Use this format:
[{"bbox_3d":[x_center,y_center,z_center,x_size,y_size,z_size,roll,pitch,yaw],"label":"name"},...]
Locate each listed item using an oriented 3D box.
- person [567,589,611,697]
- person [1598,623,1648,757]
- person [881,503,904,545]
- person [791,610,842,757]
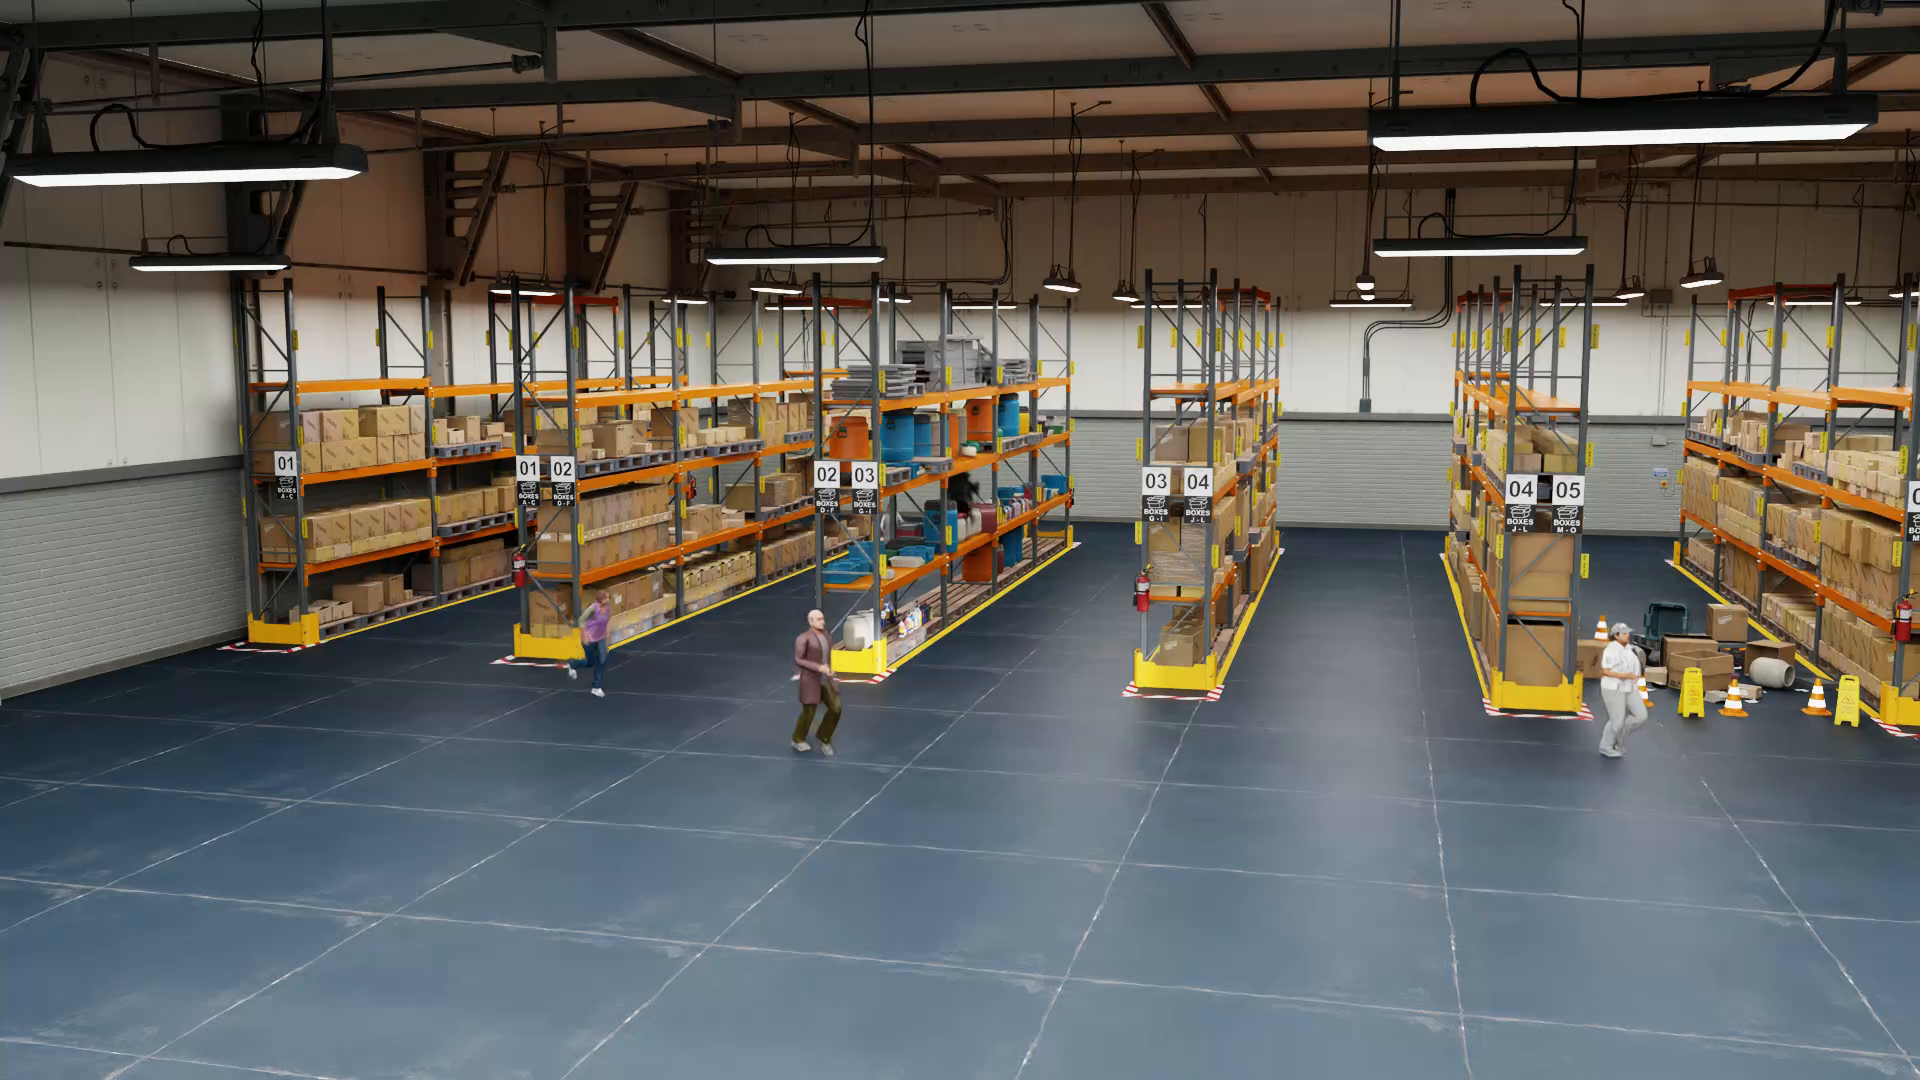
[{"bbox_3d":[-5.273,1.454,23.670,0.818,1.512,0.539,4,8,29],"label":"person"},{"bbox_3d":[7.960,1.809,19.904,0.591,1.638,0.575,-4,8,-31],"label":"person"},{"bbox_3d":[-1.450,-0.006,35.335,0.538,1.596,0.812,1,7,5],"label":"person"},{"bbox_3d":[-1.742,1.741,20.094,0.772,1.825,0.679,6,9,42],"label":"person"}]
